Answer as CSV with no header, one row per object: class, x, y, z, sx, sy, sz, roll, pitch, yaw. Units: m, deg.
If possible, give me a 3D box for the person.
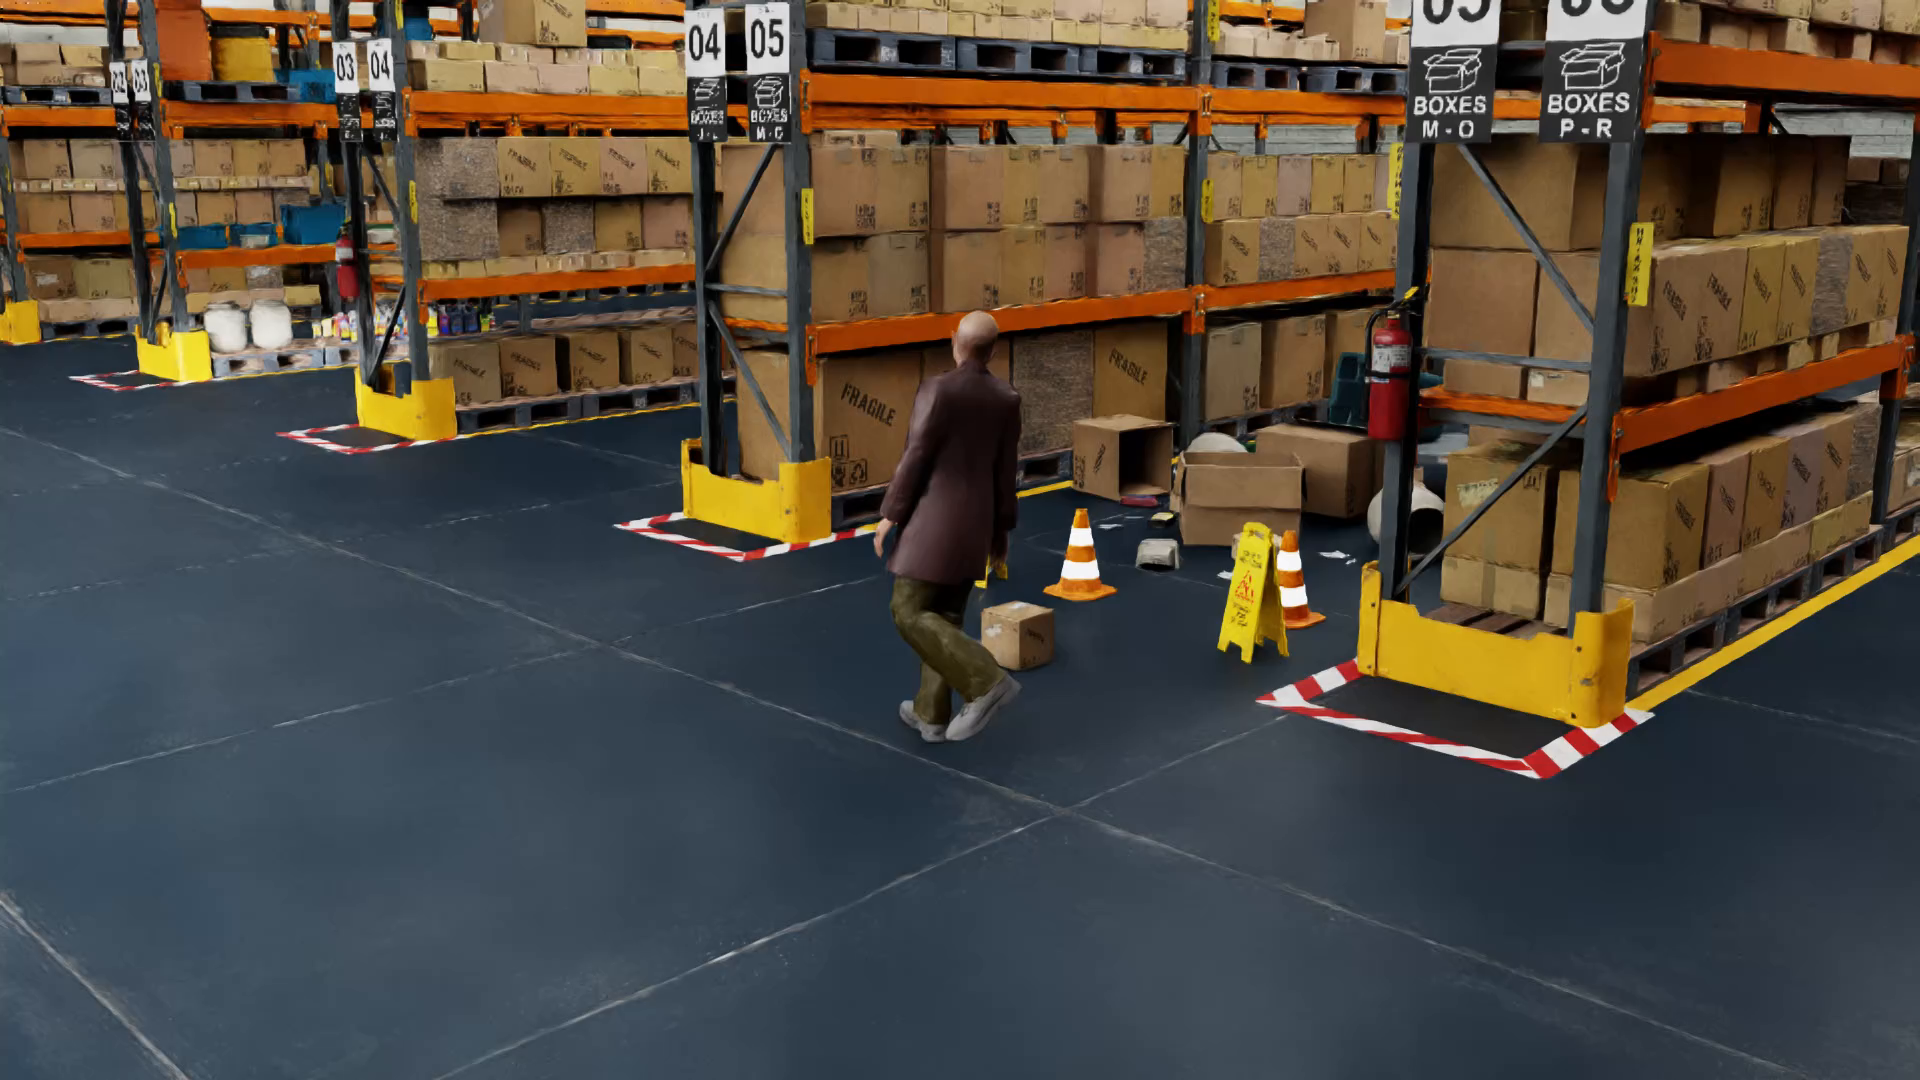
person,0.023,-0.047,6.783,0.634,1.741,0.648,11,17,37
